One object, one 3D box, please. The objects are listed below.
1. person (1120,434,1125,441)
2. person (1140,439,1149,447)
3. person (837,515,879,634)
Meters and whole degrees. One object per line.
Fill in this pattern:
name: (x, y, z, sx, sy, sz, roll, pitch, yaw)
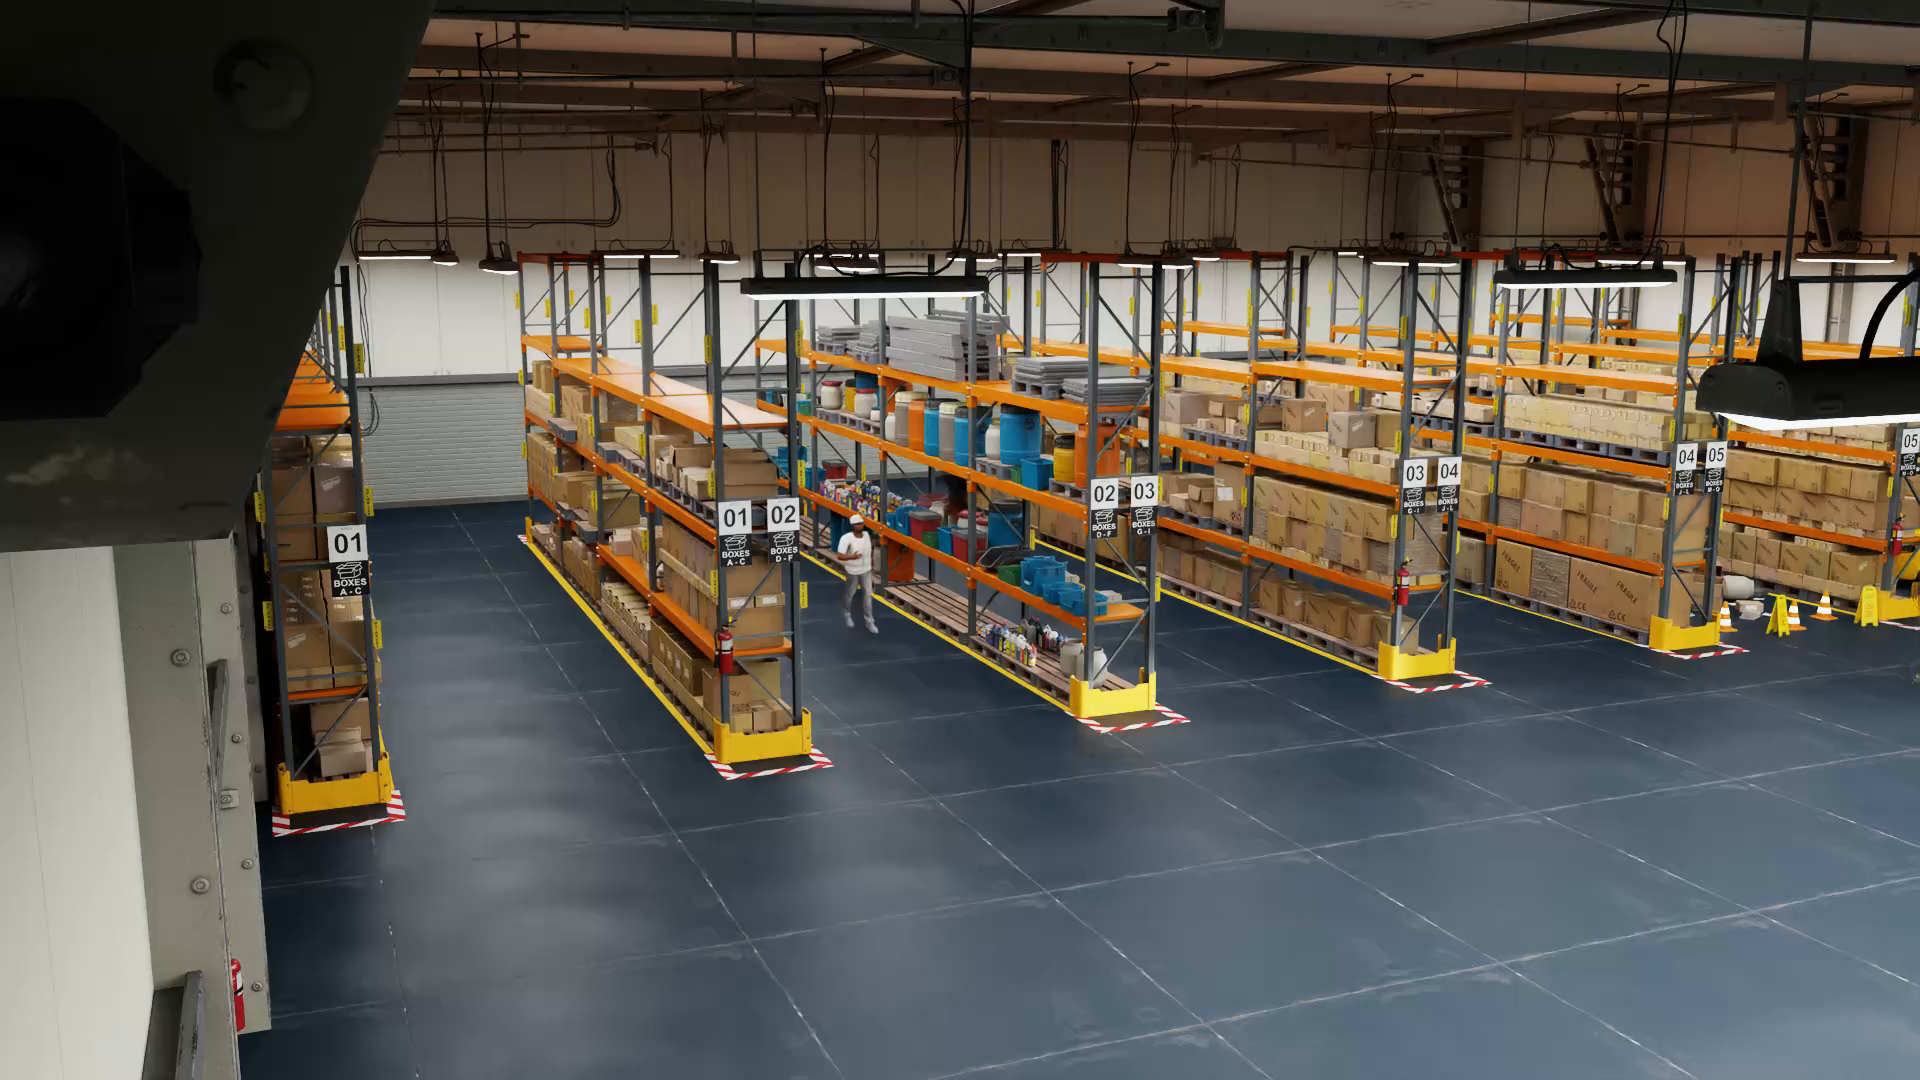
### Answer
person: (3.664, -1.686, 39.560, 0.786, 1.732, 0.799, -1, 10, -5)
person: (4.634, -2.082, 41.422, 0.955, 1.740, 0.706, -5, 12, -26)
person: (-1.570, 0.504, 25.624, 0.692, 1.803, 0.853, -6, 12, -31)
